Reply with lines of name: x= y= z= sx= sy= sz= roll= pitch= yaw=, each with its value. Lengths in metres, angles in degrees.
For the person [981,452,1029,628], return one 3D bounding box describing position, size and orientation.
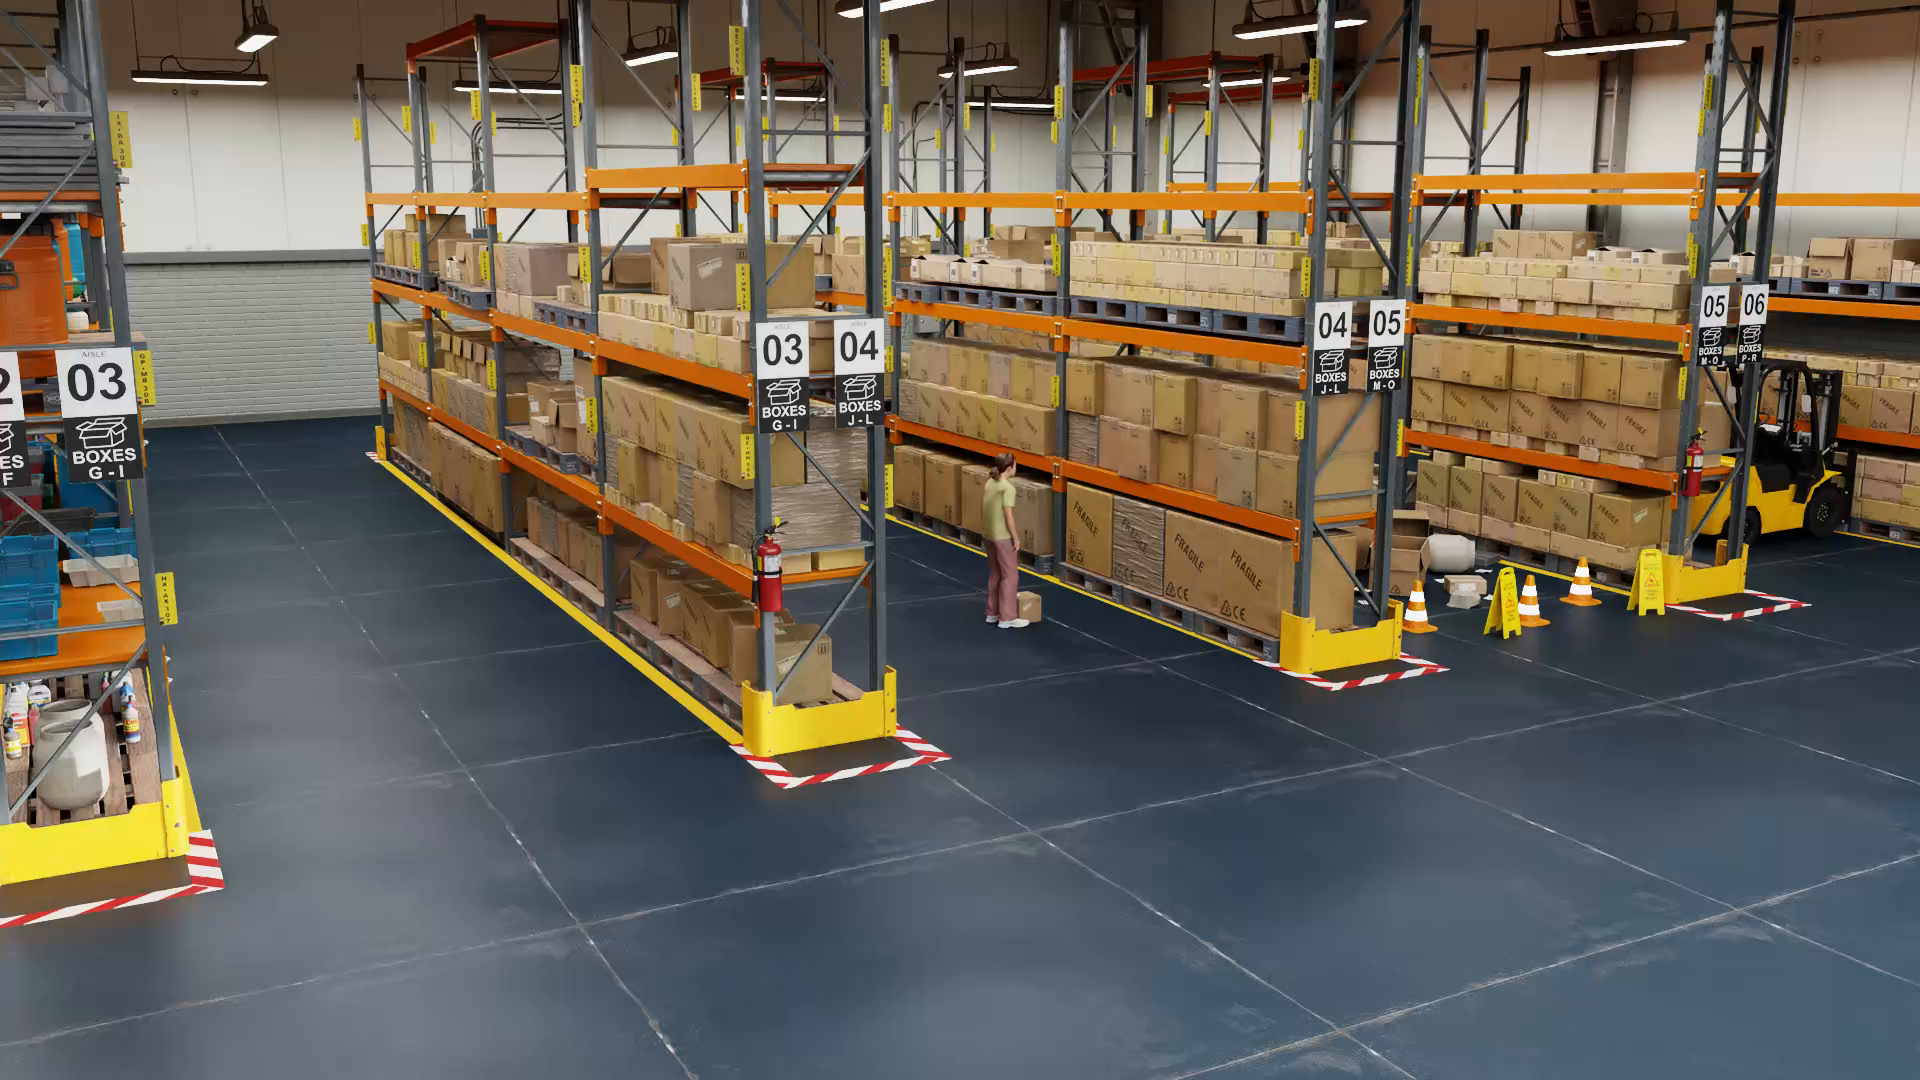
person: x=0.410 y=-0.012 z=16.015 sx=0.357 sy=1.673 sz=0.518 roll=-7 pitch=14 yaw=-30
